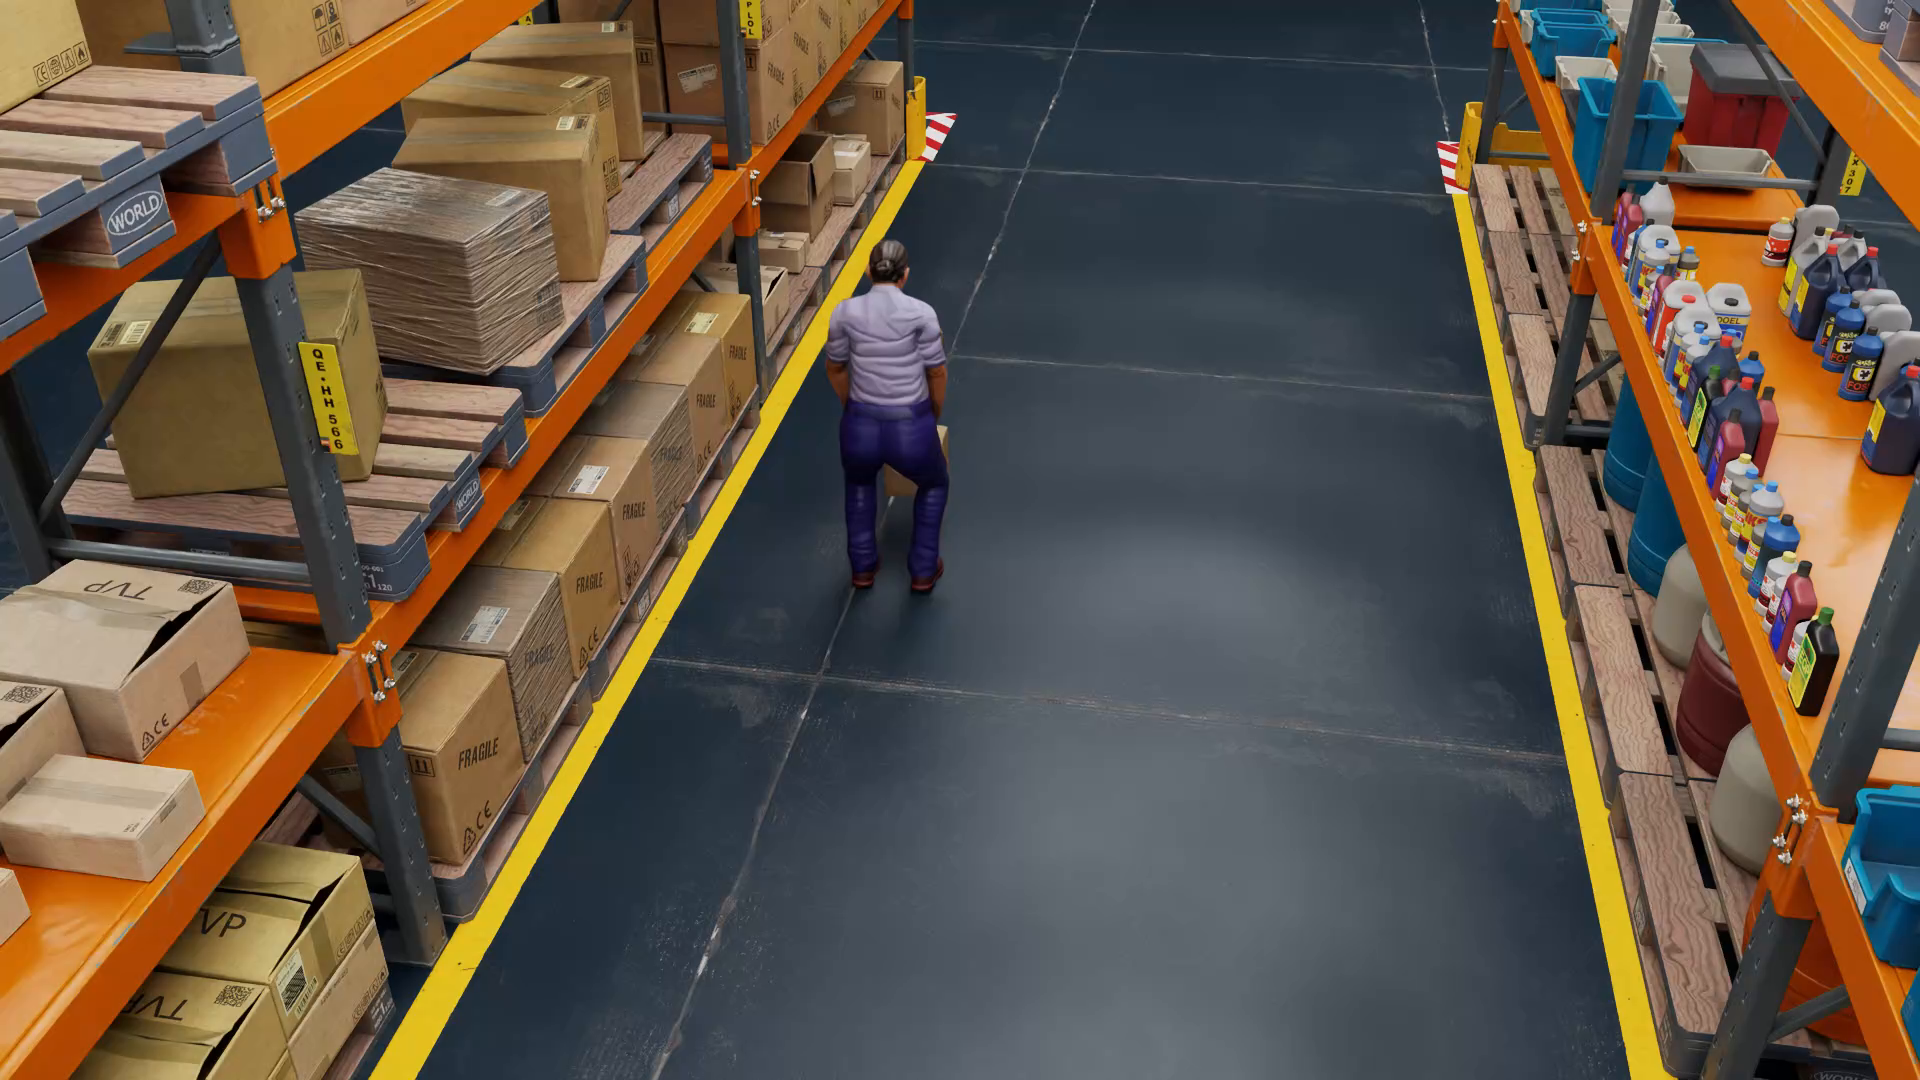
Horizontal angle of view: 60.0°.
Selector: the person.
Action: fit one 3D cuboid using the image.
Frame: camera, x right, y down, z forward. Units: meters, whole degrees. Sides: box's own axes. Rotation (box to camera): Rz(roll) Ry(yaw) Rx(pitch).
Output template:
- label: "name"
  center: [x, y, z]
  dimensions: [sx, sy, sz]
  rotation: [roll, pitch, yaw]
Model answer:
- label: "person"
  center: [-0.317, -0.484, 7.032]
  dimensions: [0.519, 1.529, 0.507]
  rotation: [6, 33, 9]
